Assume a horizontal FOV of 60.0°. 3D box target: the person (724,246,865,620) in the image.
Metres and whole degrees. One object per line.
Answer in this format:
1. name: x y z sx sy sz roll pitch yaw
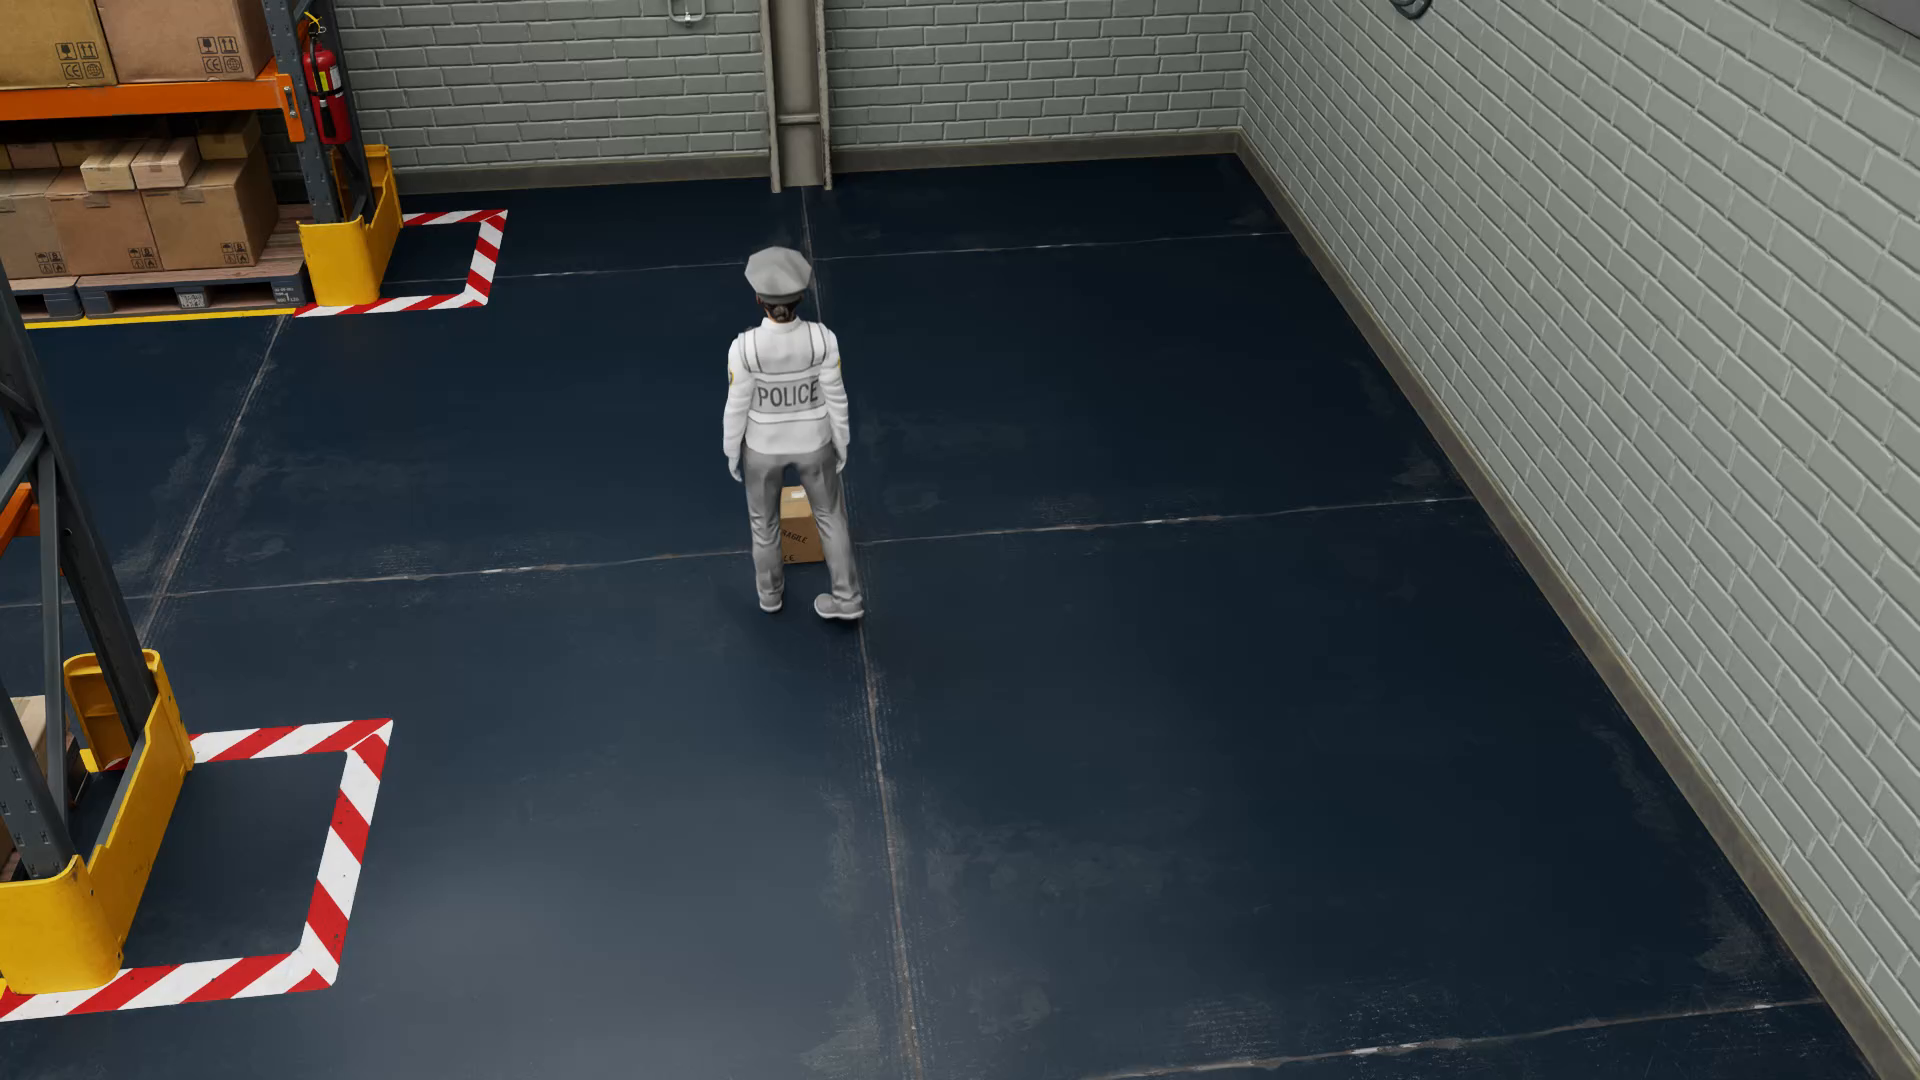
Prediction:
1. person: -0.698 -0.402 6.691 0.512 1.680 0.508 -8 36 -11
